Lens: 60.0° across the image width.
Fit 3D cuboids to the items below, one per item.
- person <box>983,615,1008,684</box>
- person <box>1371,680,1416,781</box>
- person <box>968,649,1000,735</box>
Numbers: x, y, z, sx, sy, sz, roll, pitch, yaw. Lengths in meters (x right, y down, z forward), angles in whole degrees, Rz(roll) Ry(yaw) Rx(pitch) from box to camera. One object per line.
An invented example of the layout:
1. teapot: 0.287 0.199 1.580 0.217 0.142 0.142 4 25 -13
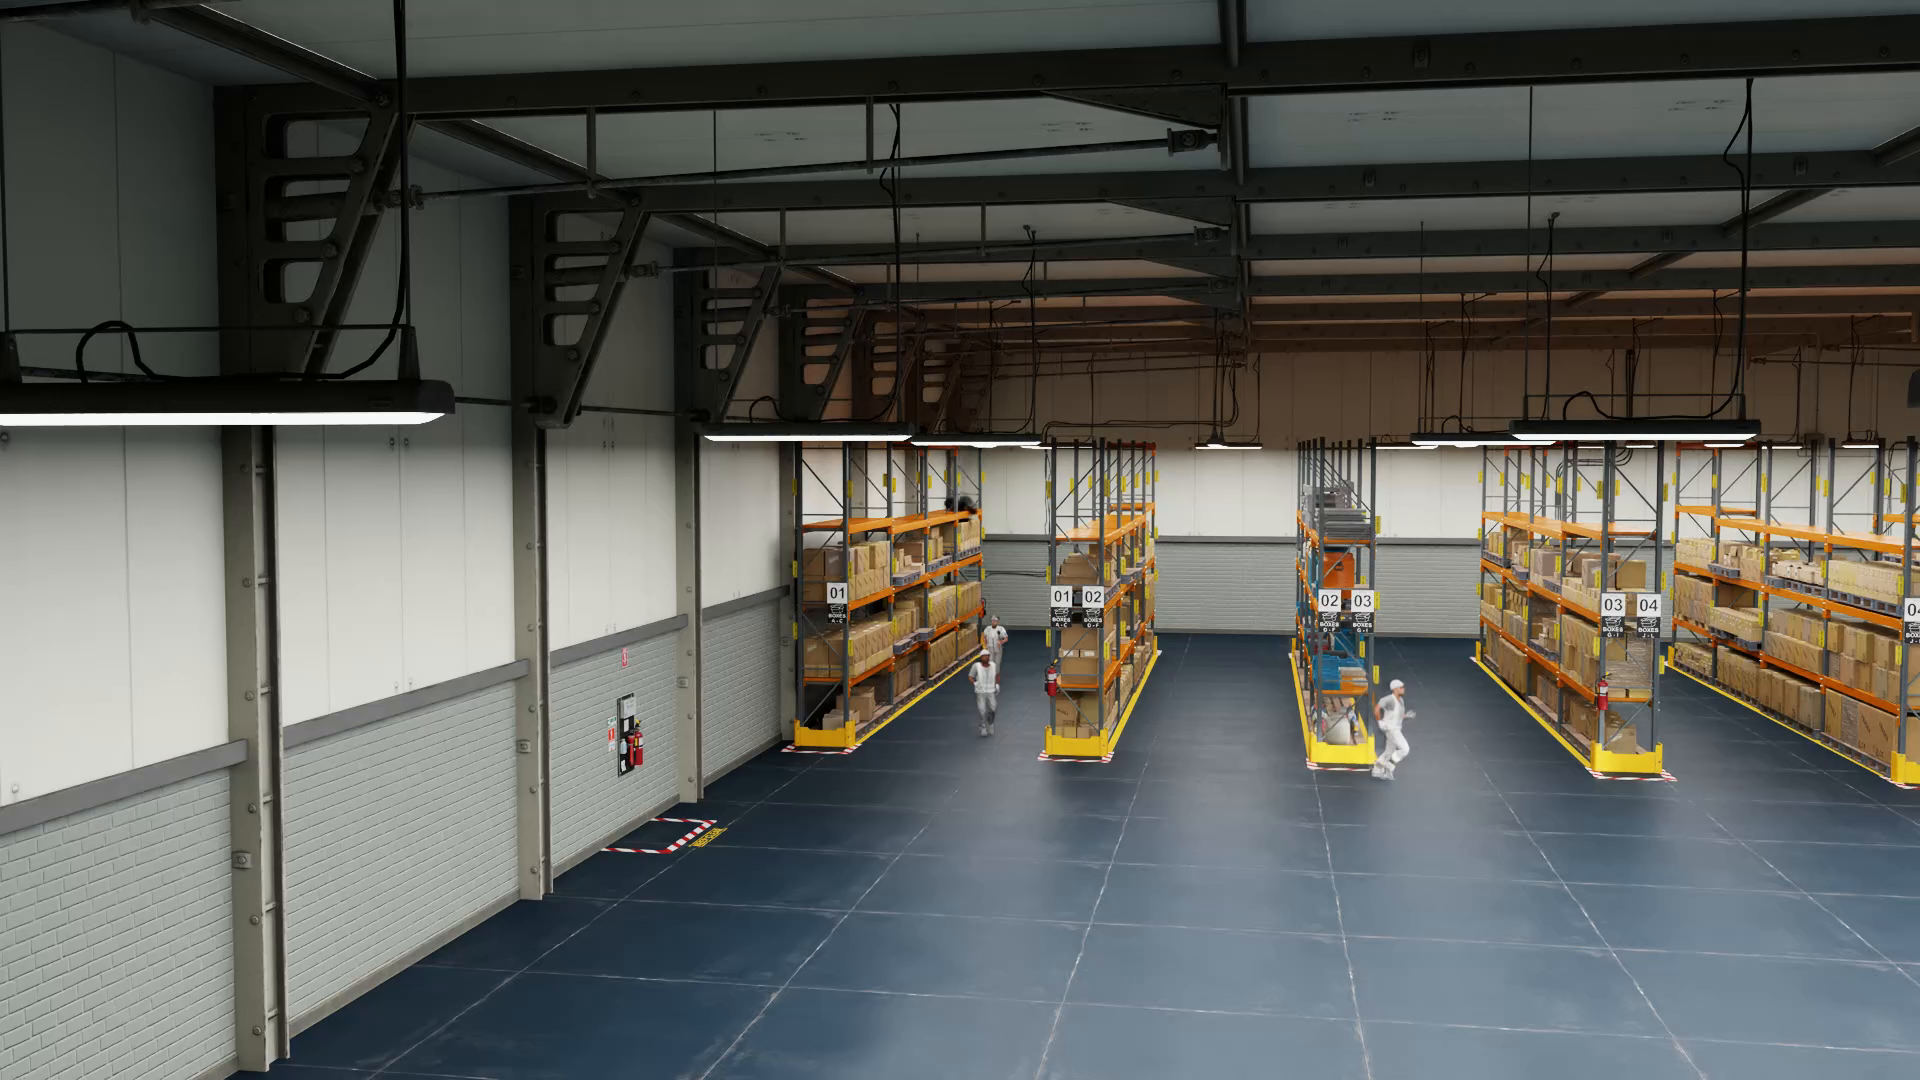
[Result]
1. person: 0.846 2.706 40.487 0.637 1.772 0.647 0 3 7
2. person: 7.530 3.303 28.880 0.735 1.750 0.647 2 4 32
3. person: 0.510 3.069 33.424 0.686 1.742 0.608 -1 3 -9
